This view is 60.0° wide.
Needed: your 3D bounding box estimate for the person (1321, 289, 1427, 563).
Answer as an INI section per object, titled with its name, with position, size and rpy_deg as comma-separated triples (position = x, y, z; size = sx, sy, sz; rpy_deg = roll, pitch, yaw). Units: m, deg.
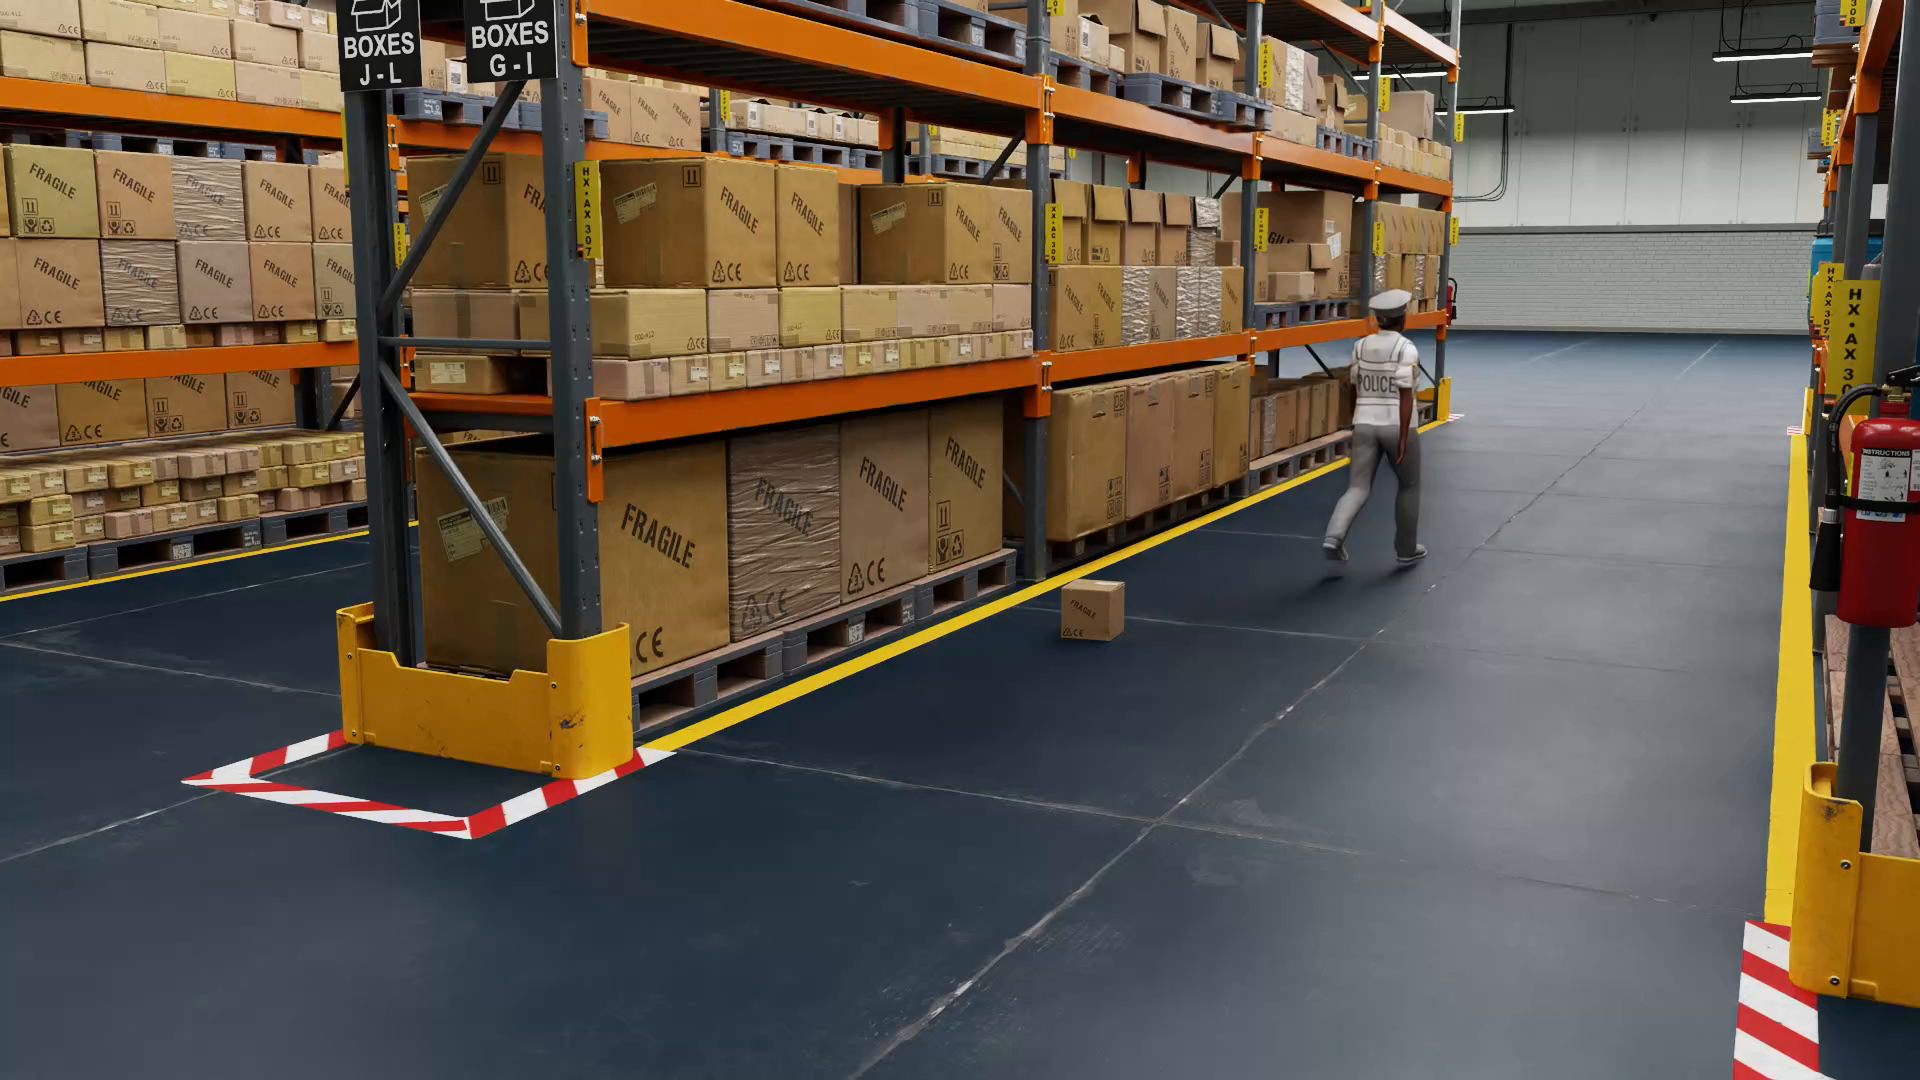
[person]
position = 2.486, -0.657, 9.864
size = 0.456, 1.633, 0.961
rpy_deg = 7, 12, 38
